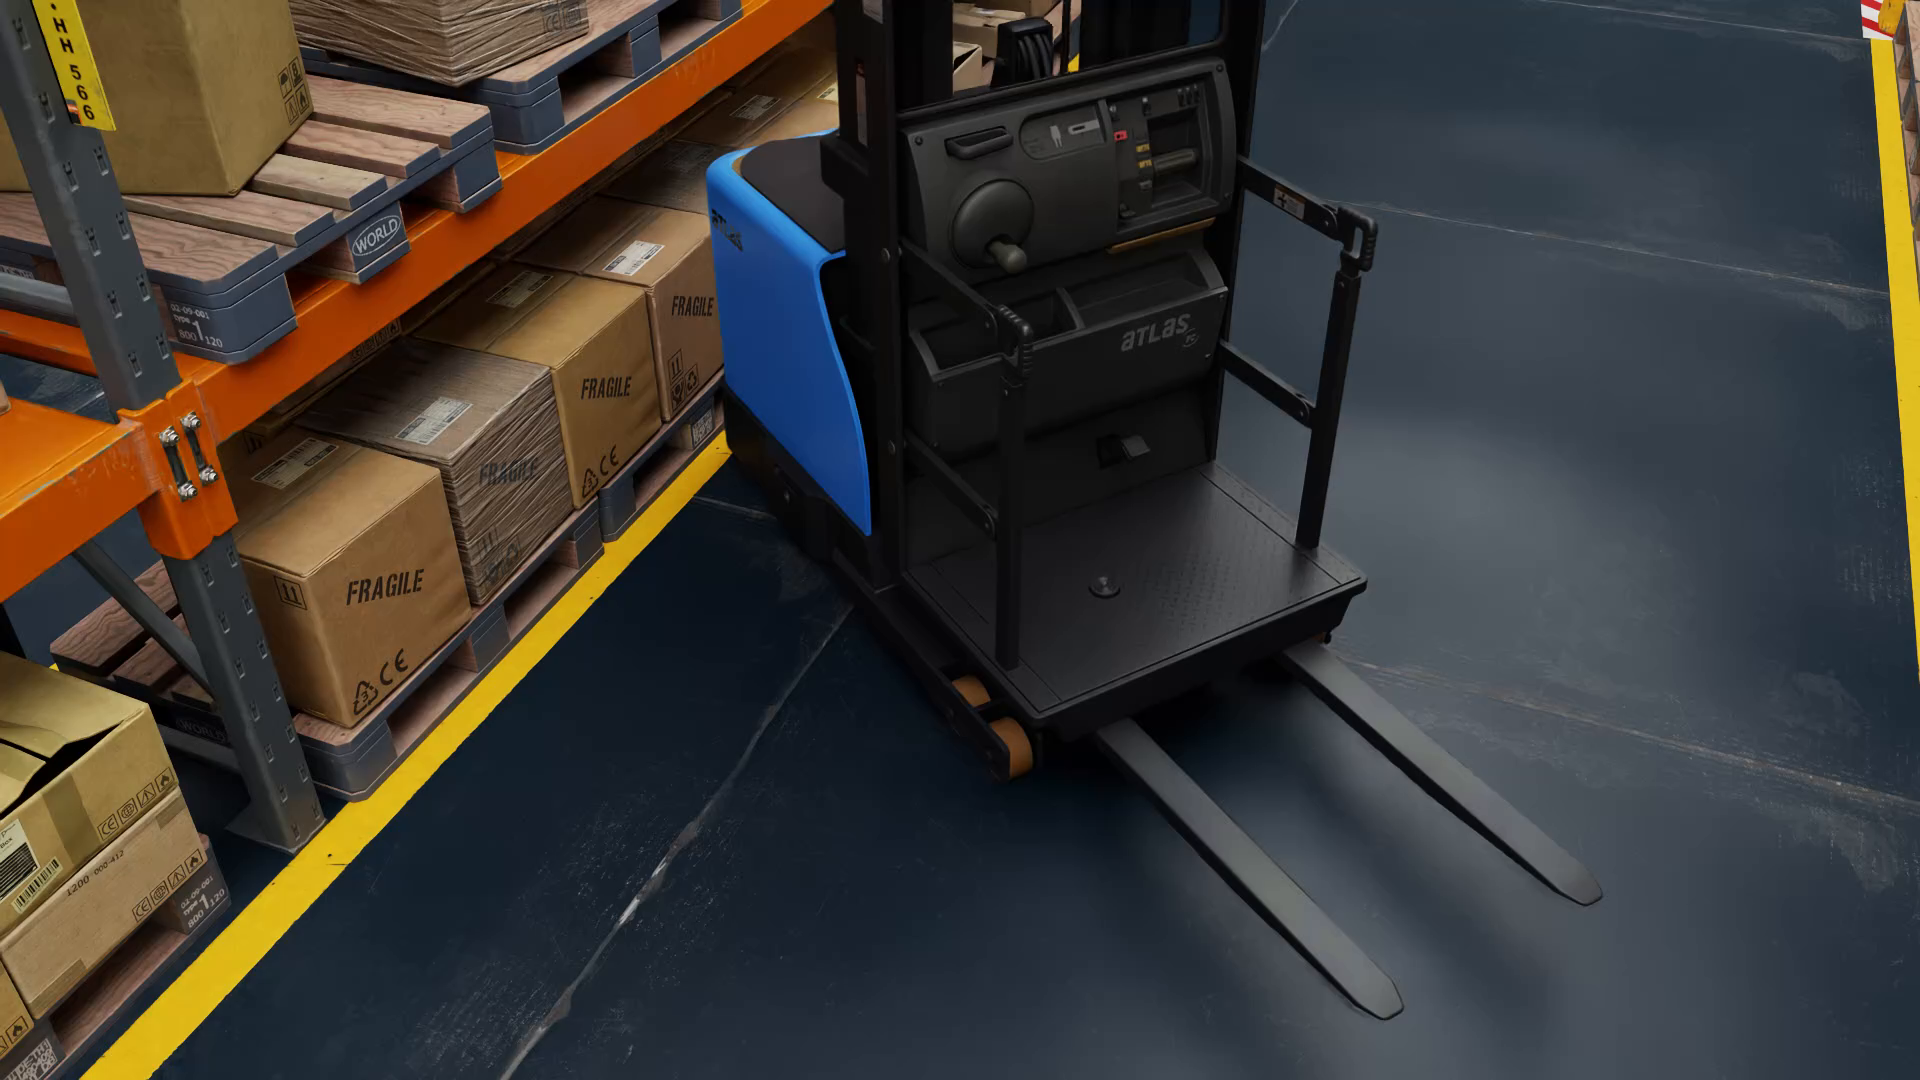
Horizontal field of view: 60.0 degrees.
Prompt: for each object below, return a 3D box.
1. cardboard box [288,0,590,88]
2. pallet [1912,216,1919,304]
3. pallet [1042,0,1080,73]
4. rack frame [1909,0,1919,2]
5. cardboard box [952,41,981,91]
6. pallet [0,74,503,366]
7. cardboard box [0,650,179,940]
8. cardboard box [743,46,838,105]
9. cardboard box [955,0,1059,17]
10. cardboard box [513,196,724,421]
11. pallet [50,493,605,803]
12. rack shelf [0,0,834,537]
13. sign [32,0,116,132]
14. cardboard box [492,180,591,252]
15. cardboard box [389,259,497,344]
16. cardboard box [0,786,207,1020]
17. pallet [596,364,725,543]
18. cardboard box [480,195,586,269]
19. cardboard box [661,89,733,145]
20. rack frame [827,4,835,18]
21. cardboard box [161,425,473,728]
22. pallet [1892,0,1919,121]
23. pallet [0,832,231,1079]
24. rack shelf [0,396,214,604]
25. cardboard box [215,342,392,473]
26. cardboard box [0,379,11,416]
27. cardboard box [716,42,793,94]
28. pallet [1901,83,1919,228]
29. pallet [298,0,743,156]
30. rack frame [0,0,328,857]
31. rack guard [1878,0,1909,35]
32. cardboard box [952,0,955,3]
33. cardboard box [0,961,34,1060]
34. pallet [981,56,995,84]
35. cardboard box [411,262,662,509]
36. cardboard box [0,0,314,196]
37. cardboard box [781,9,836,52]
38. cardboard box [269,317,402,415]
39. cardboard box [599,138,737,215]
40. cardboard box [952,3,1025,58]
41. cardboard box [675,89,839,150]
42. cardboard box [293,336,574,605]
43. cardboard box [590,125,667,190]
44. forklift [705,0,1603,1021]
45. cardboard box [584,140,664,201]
[{"bbox_3d":[-1.451,-1.598,4.448,0.700,0.500,0.500,21,42,26],"label":"cardboard box"},{"bbox_3d":[4.235,-0.936,6.325,1.003,0.211,1.213,14,39,18],"label":"pallet"},{"bbox_3d":[0.136,-2.708,8.697,1.003,0.211,1.213,14,39,18],"label":"pallet"},{"bbox_3d":[5.513,-3.851,7.897,1.000,3.000,0.127,14,39,18],"label":"rack frame"},{"bbox_3d":[-0.229,-2.049,7.365,0.500,0.311,0.500,14,39,18],"label":"cardboard box"},{"bbox_3d":[-1.918,-0.867,4.064,1.213,0.211,1.003,14,39,18],"label":"pallet"},{"bbox_3d":[-2.082,0.502,3.550,0.500,0.311,0.500,15,39,19],"label":"cardboard box"},{"bbox_3d":[-0.511,-1.603,6.610,0.500,0.500,0.500,14,39,17],"label":"cardboard box"},{"bbox_3d":[0.122,-2.985,8.455,0.797,0.503,0.637,14,39,18],"label":"cardboard box"},{"bbox_3d":[-1.090,-0.772,5.498,0.500,0.500,0.500,13,39,16],"label":"cardboard box"},{"bbox_3d":[-1.791,0.160,4.860,1.003,0.211,1.213,14,39,18],"label":"pallet"},{"bbox_3d":[-1.350,-1.372,5.180,1.077,0.370,4.000,14,39,18],"label":"rack shelf"},{"bbox_3d":[-1.596,-0.891,2.970,0.100,0.325,0.005,14,39,18],"label":"sign"},{"bbox_3d":[-1.569,-1.199,5.442,0.500,0.250,0.500,13,39,17],"label":"cardboard box"},{"bbox_3d":[-1.775,-0.585,5.248,0.500,0.500,0.500,12,39,16],"label":"cardboard box"},{"bbox_3d":[-2.085,0.728,3.717,0.500,0.250,0.500,15,39,19],"label":"cardboard box"},{"bbox_3d":[-1.326,-0.513,5.760,1.003,0.211,1.213,14,39,18],"label":"pallet"},{"bbox_3d":[-1.581,-0.877,5.638,0.500,0.500,0.500,12,39,16],"label":"cardboard box"},{"bbox_3d":[-1.191,-1.432,6.381,0.500,0.500,0.500,14,39,18],"label":"cardboard box"},{"bbox_3d":[-0.589,-2.767,6.446,1.000,3.000,0.127,14,39,18],"label":"rack frame"},{"bbox_3d":[-1.673,0.086,4.350,0.500,0.500,0.500,15,39,20],"label":"cardboard box"},{"bbox_3d":[5.163,-2.287,8.133,1.003,0.211,1.213,14,39,18],"label":"pallet"},{"bbox_3d":[-2.460,1.011,3.720,1.003,0.211,1.213,14,39,18],"label":"pallet"},{"bbox_3d":[-2.872,0.843,2.217,1.077,0.370,4.000,14,39,18],"label":"rack shelf"},{"bbox_3d":[-1.972,-0.299,4.864,0.500,0.500,0.500,15,39,20],"label":"cardboard box"},{"bbox_3d":[-2.289,-0.325,3.254,0.500,0.311,0.500,16,40,21],"label":"cardboard box"},{"bbox_3d":[-0.998,-1.730,6.779,0.500,0.500,0.500,12,38,16],"label":"cardboard box"},{"bbox_3d":[4.697,-1.613,7.232,1.003,0.211,1.213,14,39,18],"label":"pallet"},{"bbox_3d":[-1.375,-1.553,4.983,1.003,0.211,1.213,14,39,18],"label":"pallet"},{"bbox_3d":[-2.111,-0.552,3.484,1.000,3.000,0.127,14,39,18],"label":"rack frame"},{"bbox_3d":[5.510,-2.866,8.667,1.175,0.500,0.348,14,39,18],"label":"rack guard"},{"bbox_3d":[-0.349,-2.662,8.184,0.500,0.311,0.500,14,39,18],"label":"cardboard box"},{"bbox_3d":[-2.278,1.014,3.334,0.500,0.250,0.500,13,39,17],"label":"cardboard box"},{"bbox_3d":[-0.326,-2.030,7.790,1.003,0.211,1.213,14,39,18],"label":"pallet"},{"bbox_3d":[-1.284,-0.482,5.110,0.500,0.500,0.500,13,39,17],"label":"cardboard box"},{"bbox_3d":[-1.975,-1.135,3.829,0.700,0.500,0.500,2,37,2],"label":"cardboard box"},{"bbox_3d":[-0.634,-2.322,7.572,0.500,0.500,0.500,14,39,18],"label":"cardboard box"},{"bbox_3d":[-1.954,-0.631,4.683,0.500,0.250,0.500,15,39,19],"label":"cardboard box"},{"bbox_3d":[-0.898,-1.054,5.875,0.500,0.500,0.500,14,39,18],"label":"cardboard box"},{"bbox_3d":[0.091,-2.473,8.052,0.380,0.166,0.250,14,39,18],"label":"cardboard box"},{"bbox_3d":[-0.707,-1.332,6.247,0.500,0.500,0.500,14,39,18],"label":"cardboard box"},{"bbox_3d":[-1.479,-0.205,4.740,0.500,0.500,0.500,12,39,16],"label":"cardboard box"},{"bbox_3d":[-1.378,-1.476,5.814,0.500,0.250,0.500,14,39,18],"label":"cardboard box"},{"bbox_3d":[0.405,-0.859,3.951,1.130,2.935,3.031,-20,41,-24],"label":"forklift"},{"bbox_3d":[-1.388,-1.157,6.013,0.500,0.500,0.500,14,39,18],"label":"cardboard box"}]
